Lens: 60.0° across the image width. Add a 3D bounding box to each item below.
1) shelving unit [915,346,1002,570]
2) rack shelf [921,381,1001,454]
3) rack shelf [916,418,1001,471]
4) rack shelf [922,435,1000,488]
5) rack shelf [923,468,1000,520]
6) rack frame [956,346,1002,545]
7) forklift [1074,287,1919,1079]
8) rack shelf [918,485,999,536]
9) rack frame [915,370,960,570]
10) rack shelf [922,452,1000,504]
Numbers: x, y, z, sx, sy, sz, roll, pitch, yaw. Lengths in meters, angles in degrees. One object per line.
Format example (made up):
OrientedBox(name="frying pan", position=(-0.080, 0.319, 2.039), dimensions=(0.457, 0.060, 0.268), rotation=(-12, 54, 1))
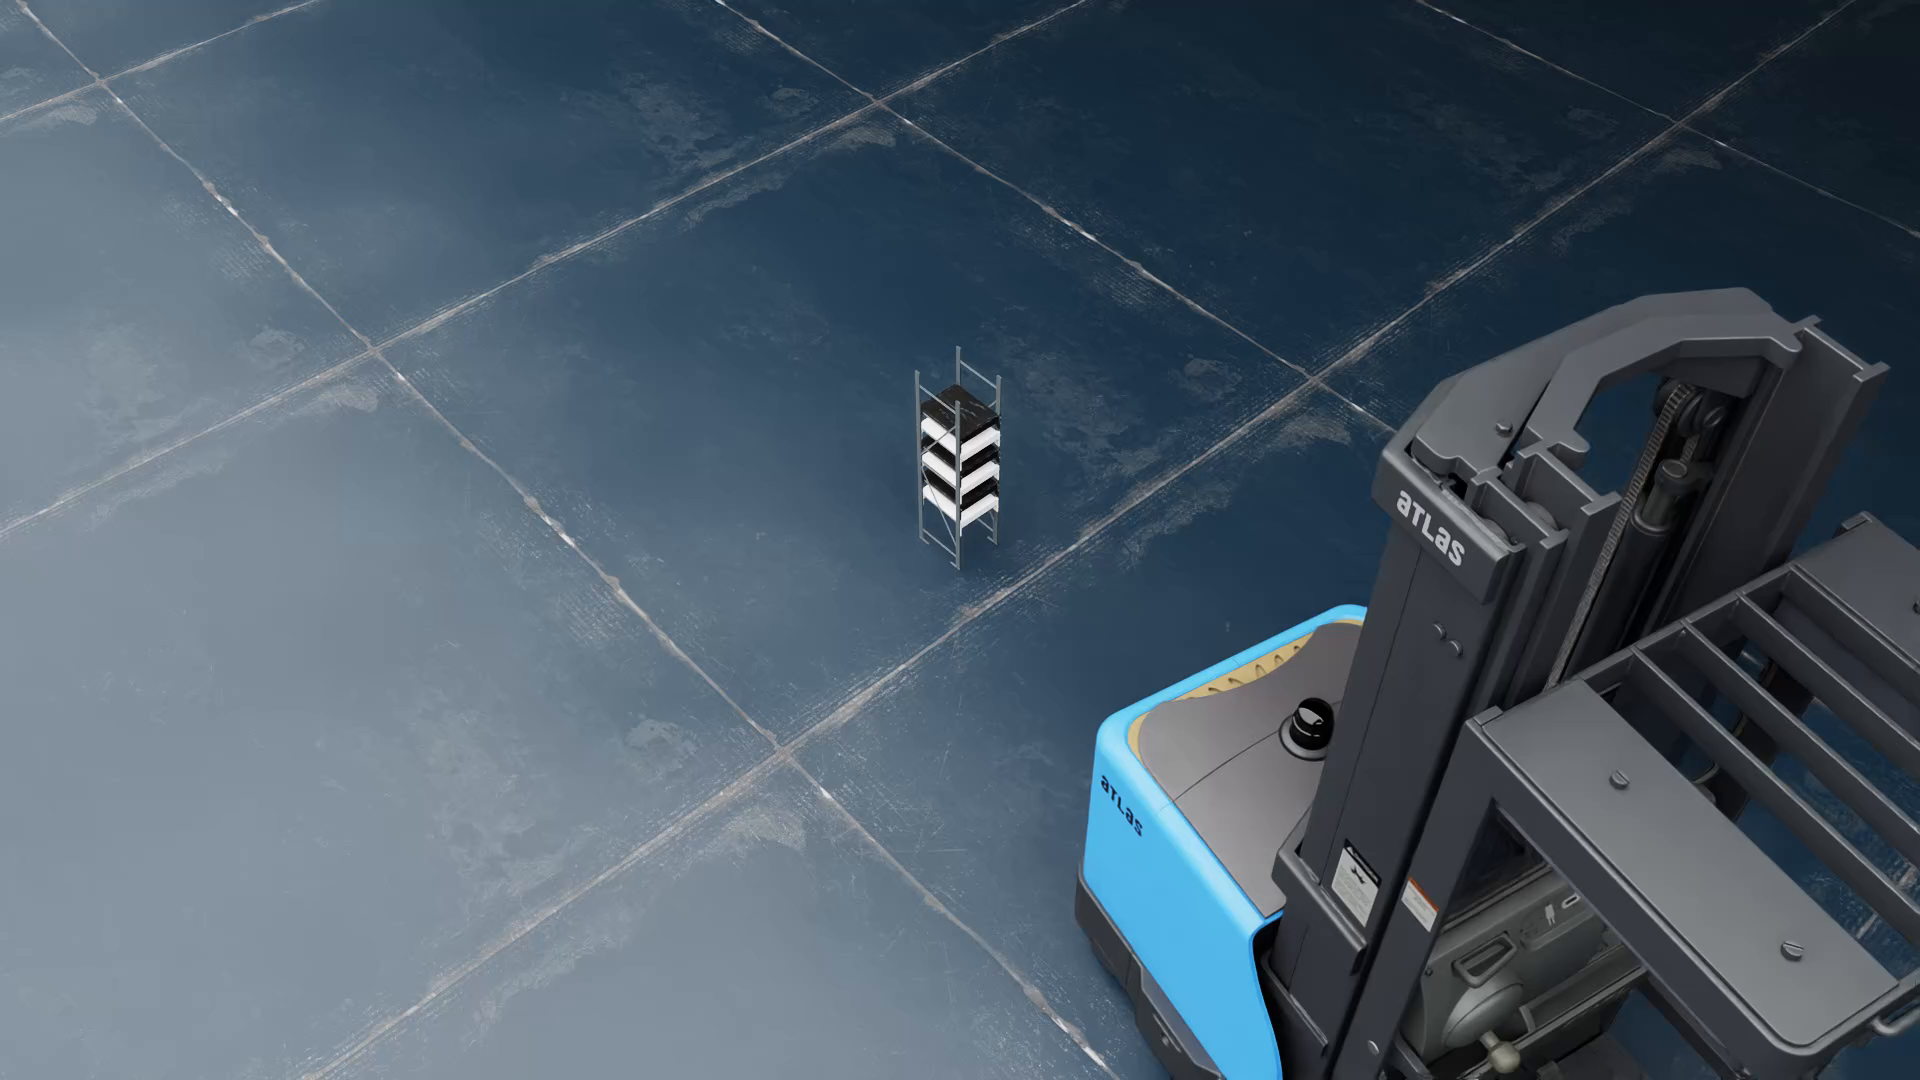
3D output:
OrientedBox(name="shelving unit", position=(-0.006, -0.301, 6.416), dimensions=(0.210, 0.900, 0.258), rotation=(-34, 56, -27))
OrientedBox(name="rack shelf", position=(-0.006, -0.462, 6.242), dimensions=(0.200, 0.077, 0.258), rotation=(-34, 56, -27))
OrientedBox(name="rack shelf", position=(-0.006, -0.401, 6.308), dimensions=(0.200, 0.077, 0.258), rotation=(-34, 56, -27))
OrientedBox(name="rack shelf", position=(-0.006, -0.340, 6.374), dimensions=(0.200, 0.077, 0.258), rotation=(-34, 56, -27))
OrientedBox(name="rack shelf", position=(-0.006, -0.218, 6.506), dimensions=(0.200, 0.077, 0.258), rotation=(-34, 56, -27))
OrientedBox(name="rack frame", position=(0.069, -0.351, 6.462), dimensions=(0.006, 0.900, 0.240), rotation=(-34, 56, -27))
OrientedBox(name="forklift", position=(1.550, 1.026, 3.809), dimensions=(1.130, 2.935, 3.031), rotation=(-23, 51, -20))
OrientedBox(name="rack shelf", position=(-0.006, -0.156, 6.572), dimensions=(0.200, 0.077, 0.258), rotation=(-34, 56, -27))
OrientedBox(name="rack frame", position=(-0.081, -0.251, 6.369), dimensions=(0.006, 0.900, 0.240), rotation=(-34, 56, -27))
OrientedBox(name="rack shelf", position=(-0.006, -0.279, 6.440), dimensions=(0.200, 0.077, 0.258), rotation=(-34, 56, -27))
